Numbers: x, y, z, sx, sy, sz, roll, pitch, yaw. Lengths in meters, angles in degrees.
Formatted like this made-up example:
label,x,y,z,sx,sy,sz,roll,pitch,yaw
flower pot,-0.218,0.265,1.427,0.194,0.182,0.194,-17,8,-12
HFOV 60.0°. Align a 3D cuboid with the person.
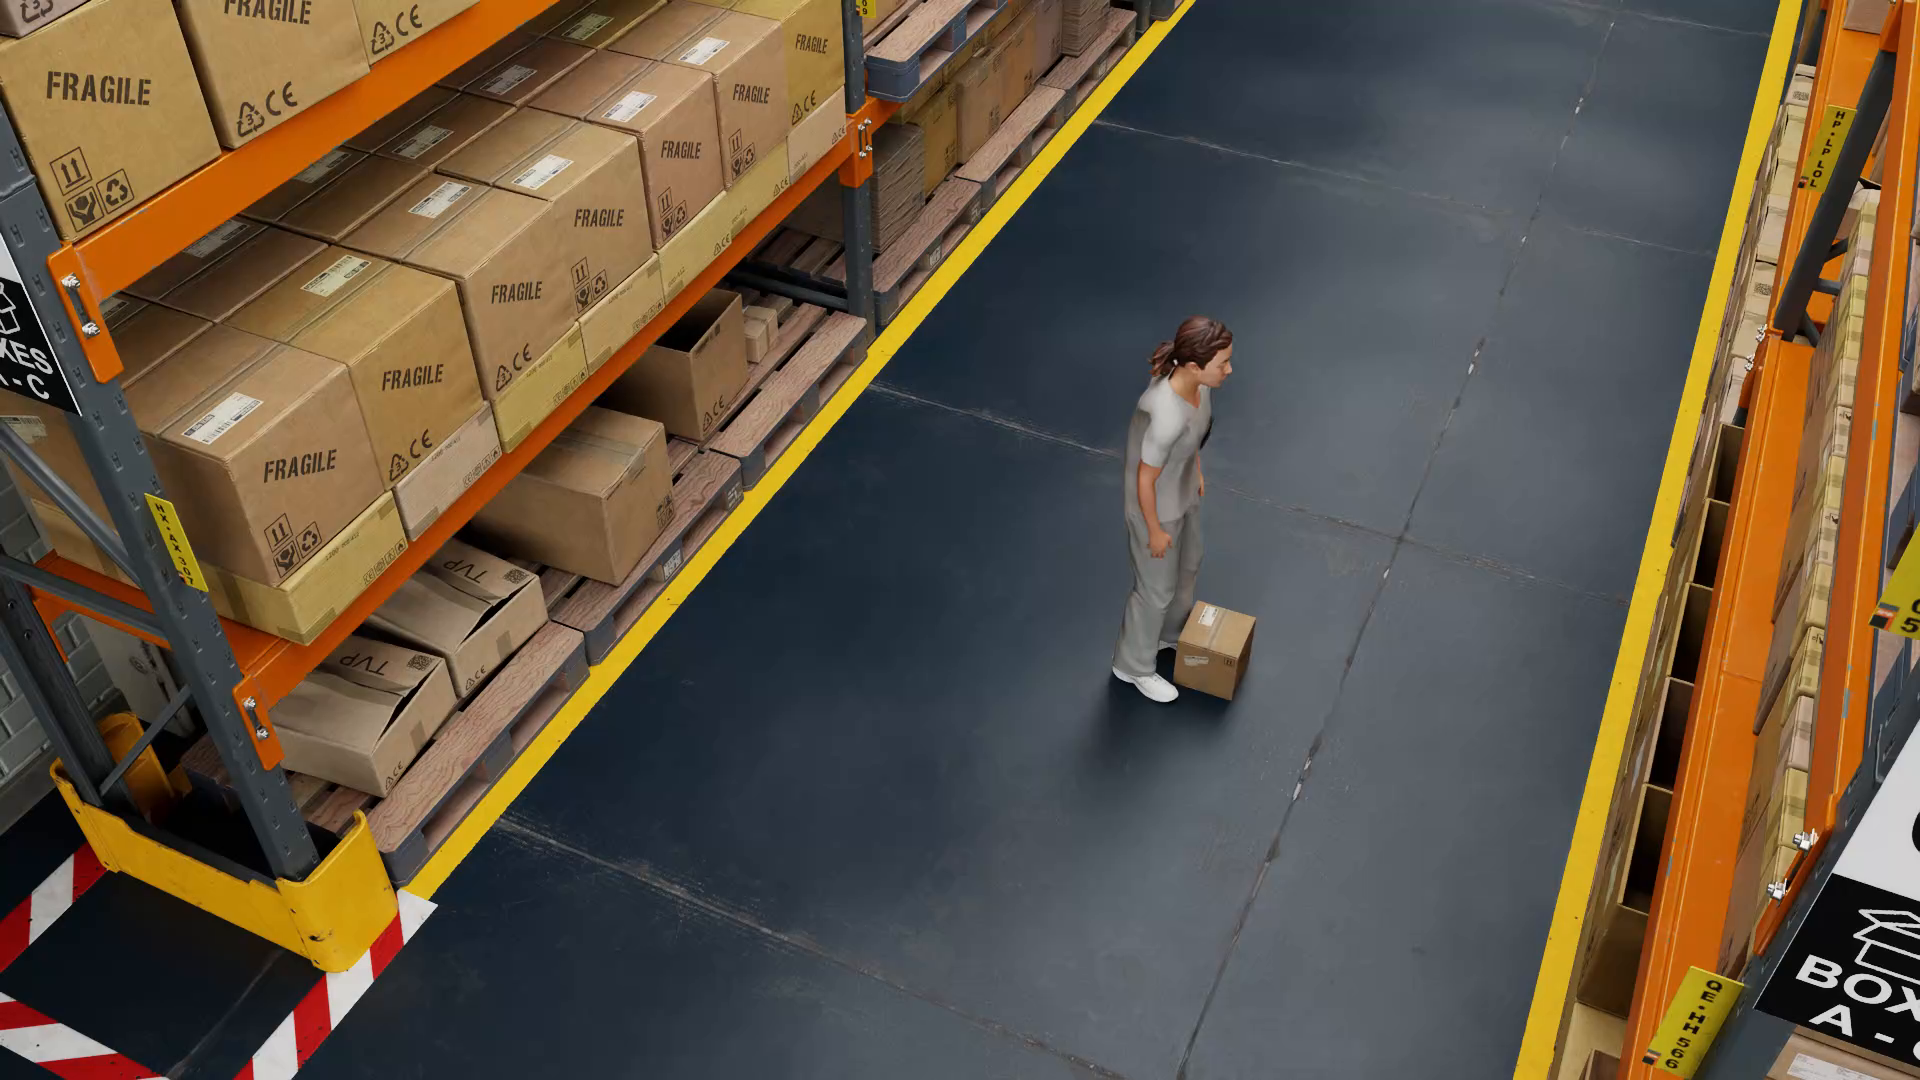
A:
label,x,y,z,sx,sy,sz,roll,pitch,yaw
person,0.821,-0.137,6.312,0.406,1.673,0.486,18,45,19
